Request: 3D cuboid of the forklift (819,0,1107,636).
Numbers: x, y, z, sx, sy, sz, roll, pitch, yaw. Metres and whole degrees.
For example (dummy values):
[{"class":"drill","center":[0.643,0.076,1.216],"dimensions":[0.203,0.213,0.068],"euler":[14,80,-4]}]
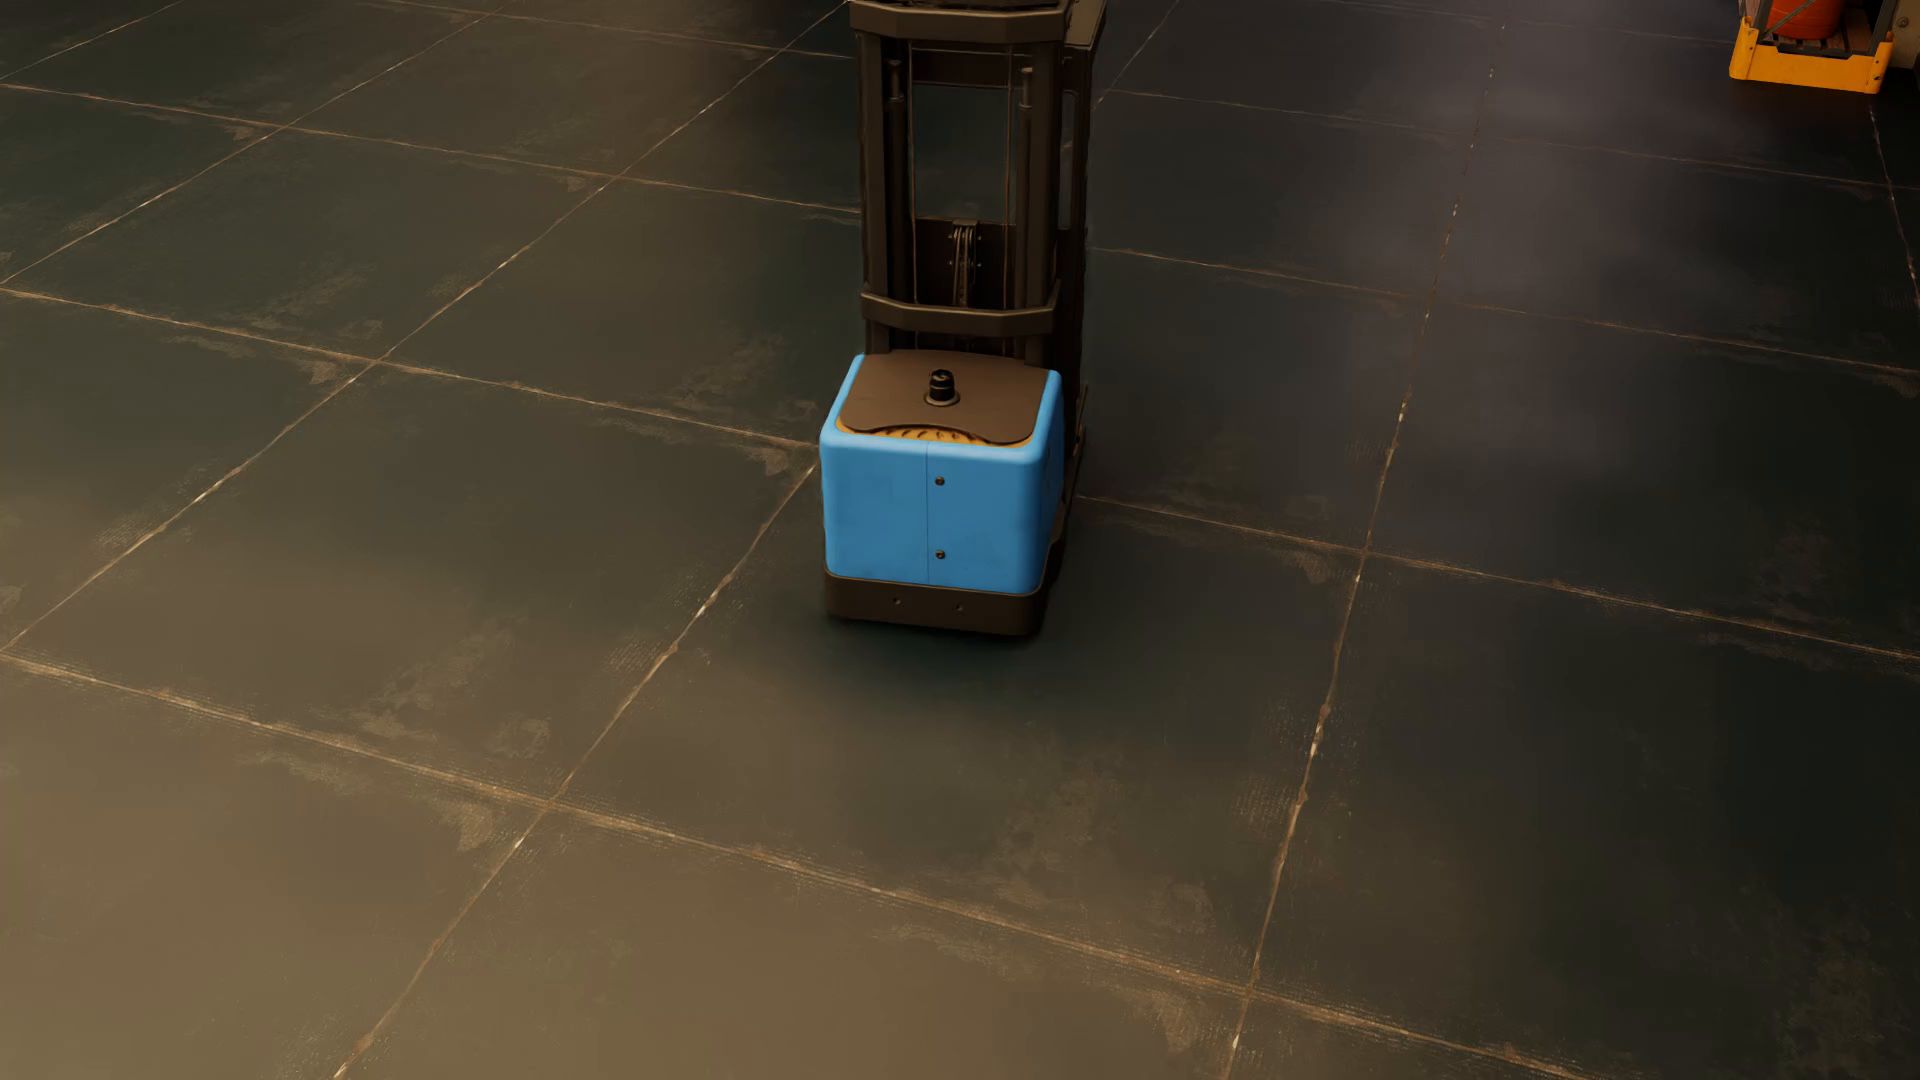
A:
[{"class":"forklift","center":[0.103,-1.586,8.348],"dimensions":[1.130,2.935,3.031],"euler":[6,36,8]}]
